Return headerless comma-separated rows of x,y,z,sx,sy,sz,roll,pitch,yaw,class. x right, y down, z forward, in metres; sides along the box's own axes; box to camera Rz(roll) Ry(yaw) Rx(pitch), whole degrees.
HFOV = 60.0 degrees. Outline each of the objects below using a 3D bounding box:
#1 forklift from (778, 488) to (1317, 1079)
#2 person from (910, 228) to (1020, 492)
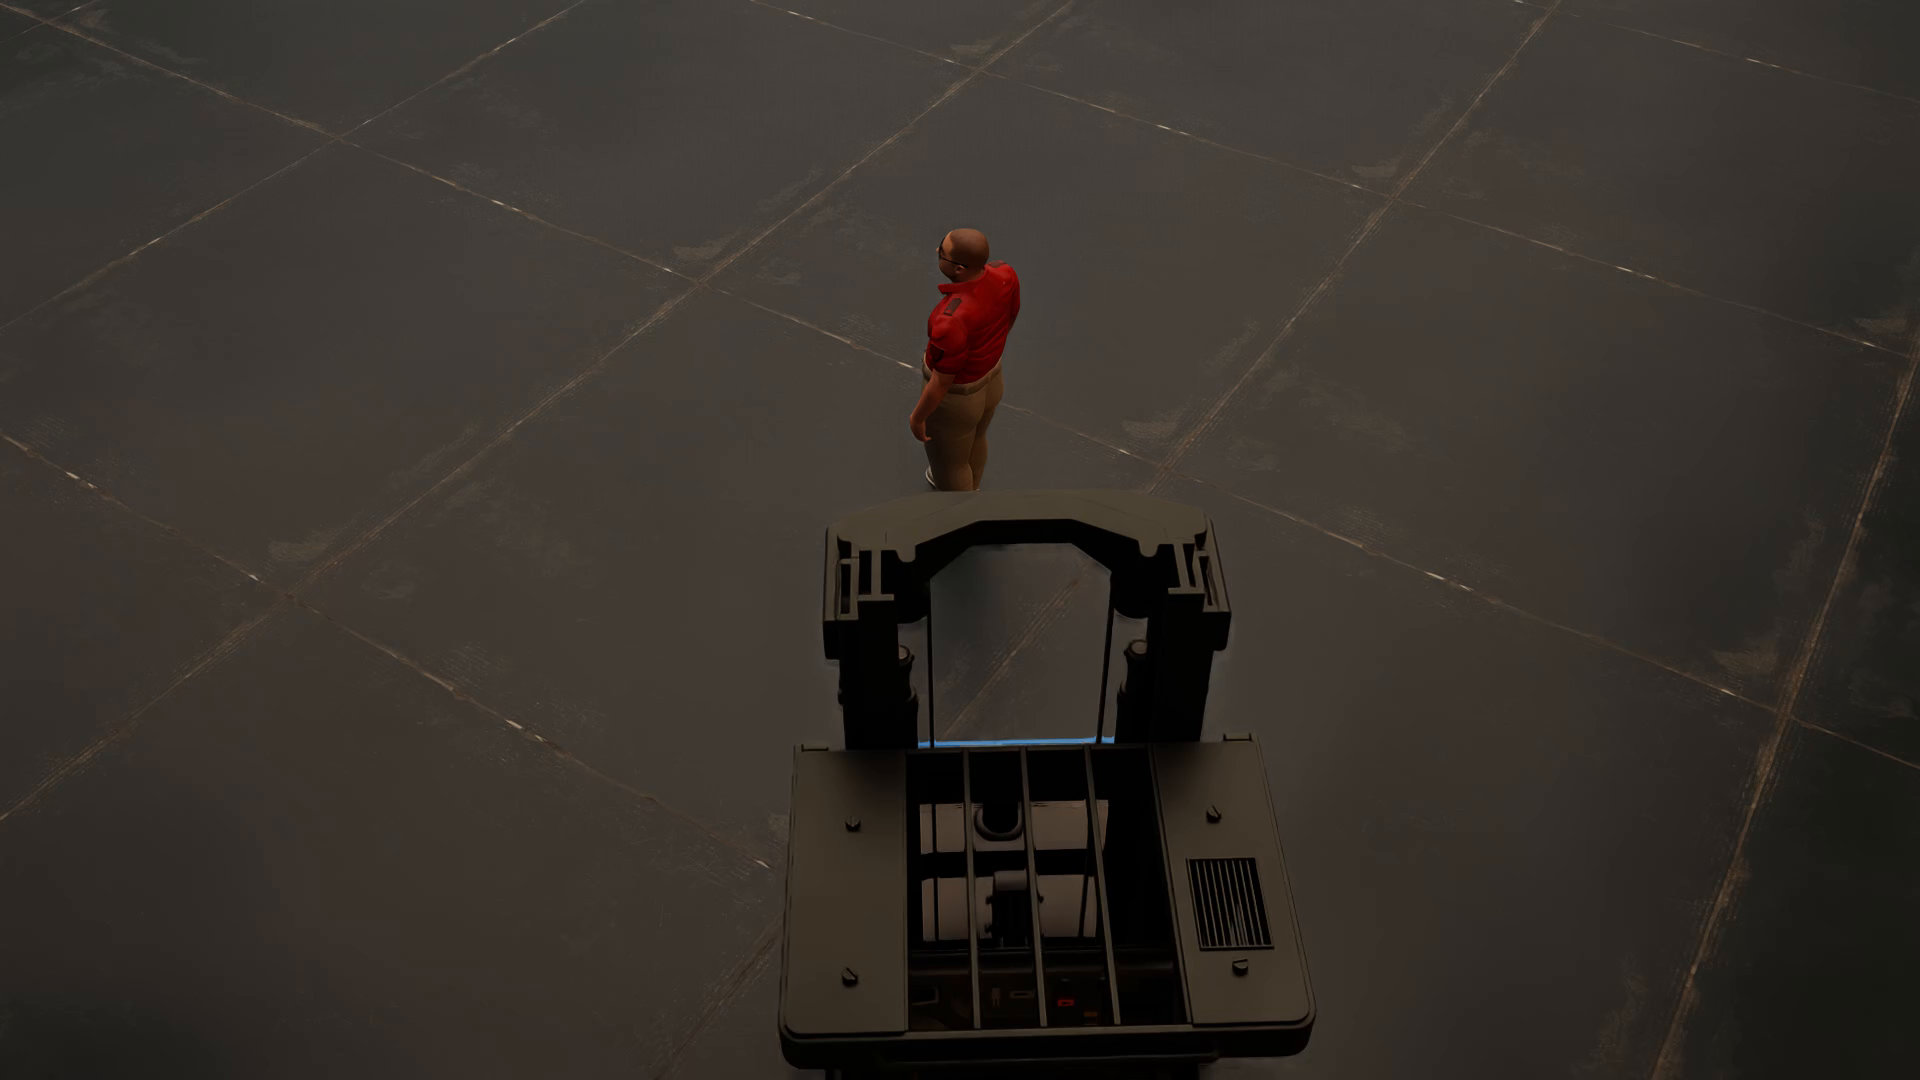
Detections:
0.165,1.417,4.355,1.130,2.935,3.031,-1,43,-1,forklift
-0.069,-0.703,7.393,0.550,1.727,0.641,24,48,23,person
